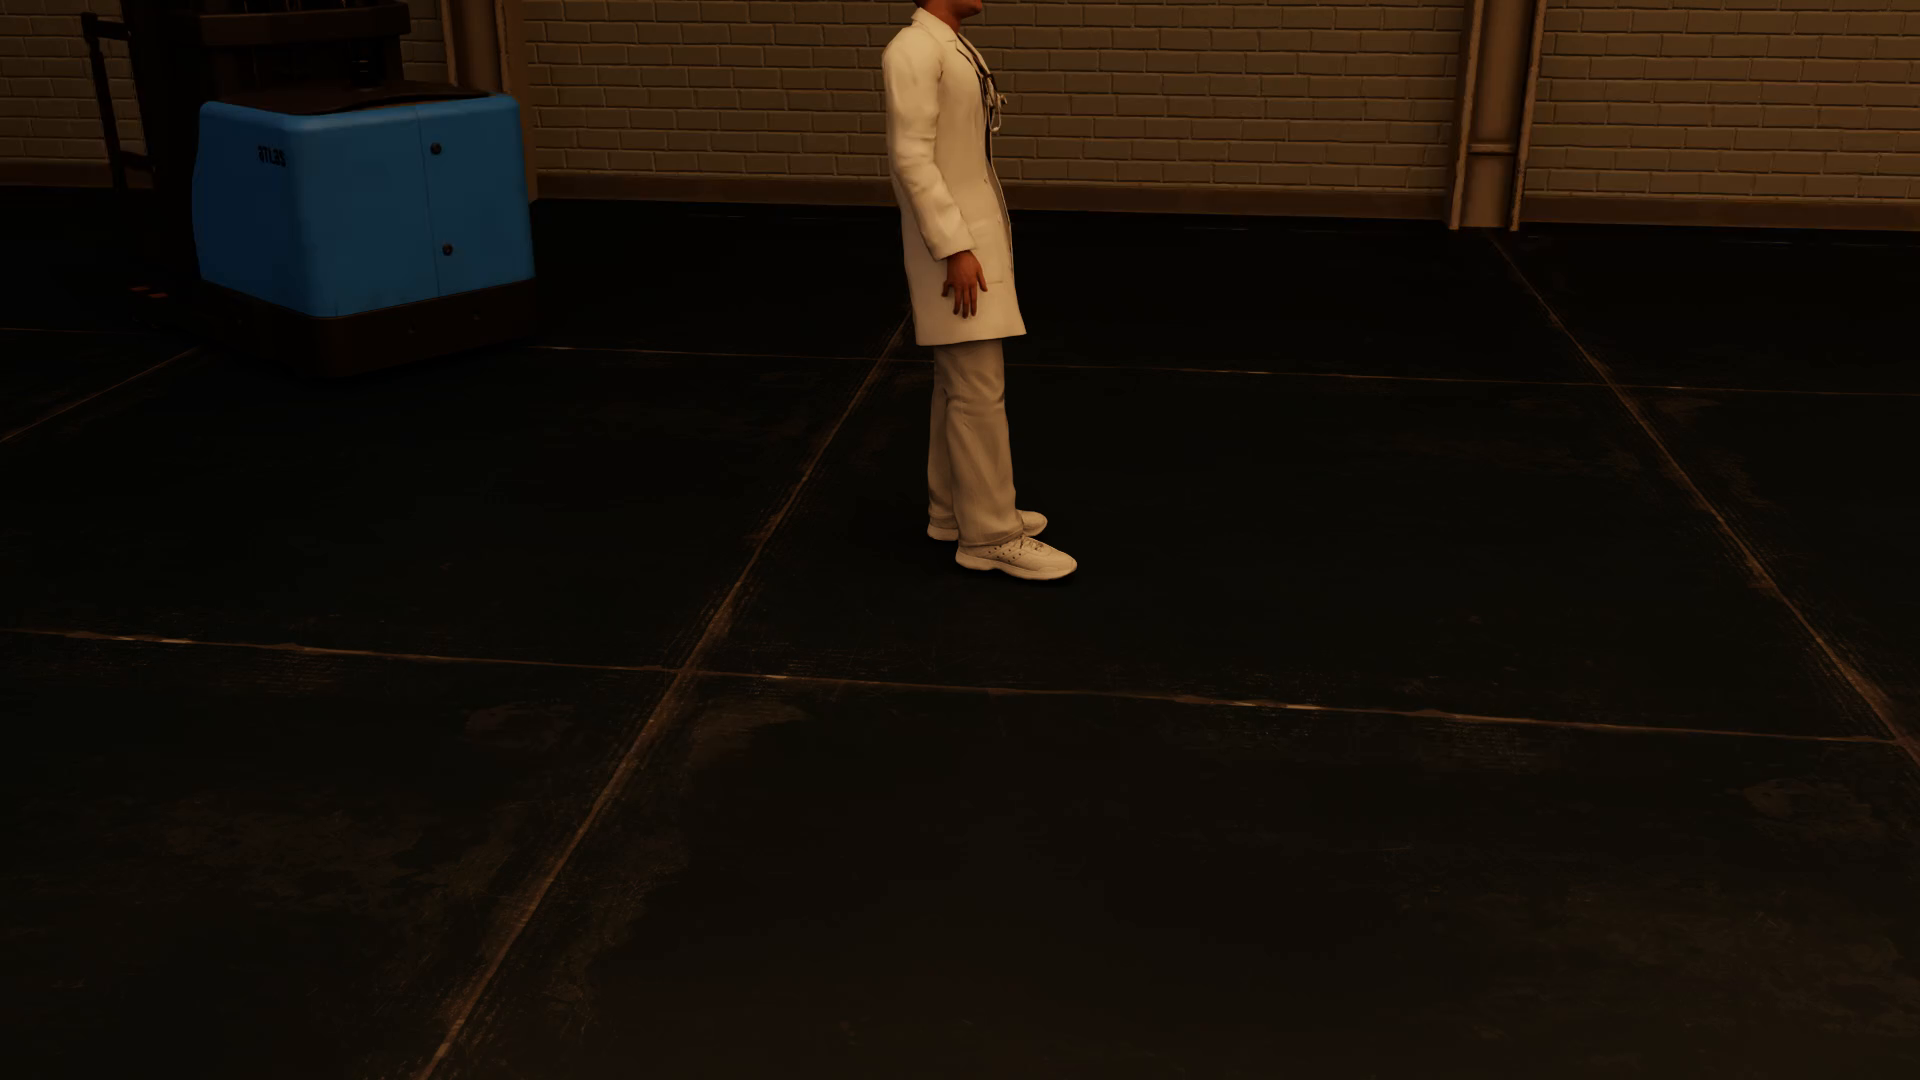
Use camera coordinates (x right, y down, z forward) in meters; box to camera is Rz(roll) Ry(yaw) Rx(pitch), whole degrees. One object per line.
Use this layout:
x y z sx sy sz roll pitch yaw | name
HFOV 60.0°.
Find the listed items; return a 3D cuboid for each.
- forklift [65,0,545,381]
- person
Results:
-3.240 -2.445 7.325 3.031 2.935 1.130 19 29 39 | forklift
0.090 -0.826 4.828 0.578 1.778 0.698 3 22 7 | person
